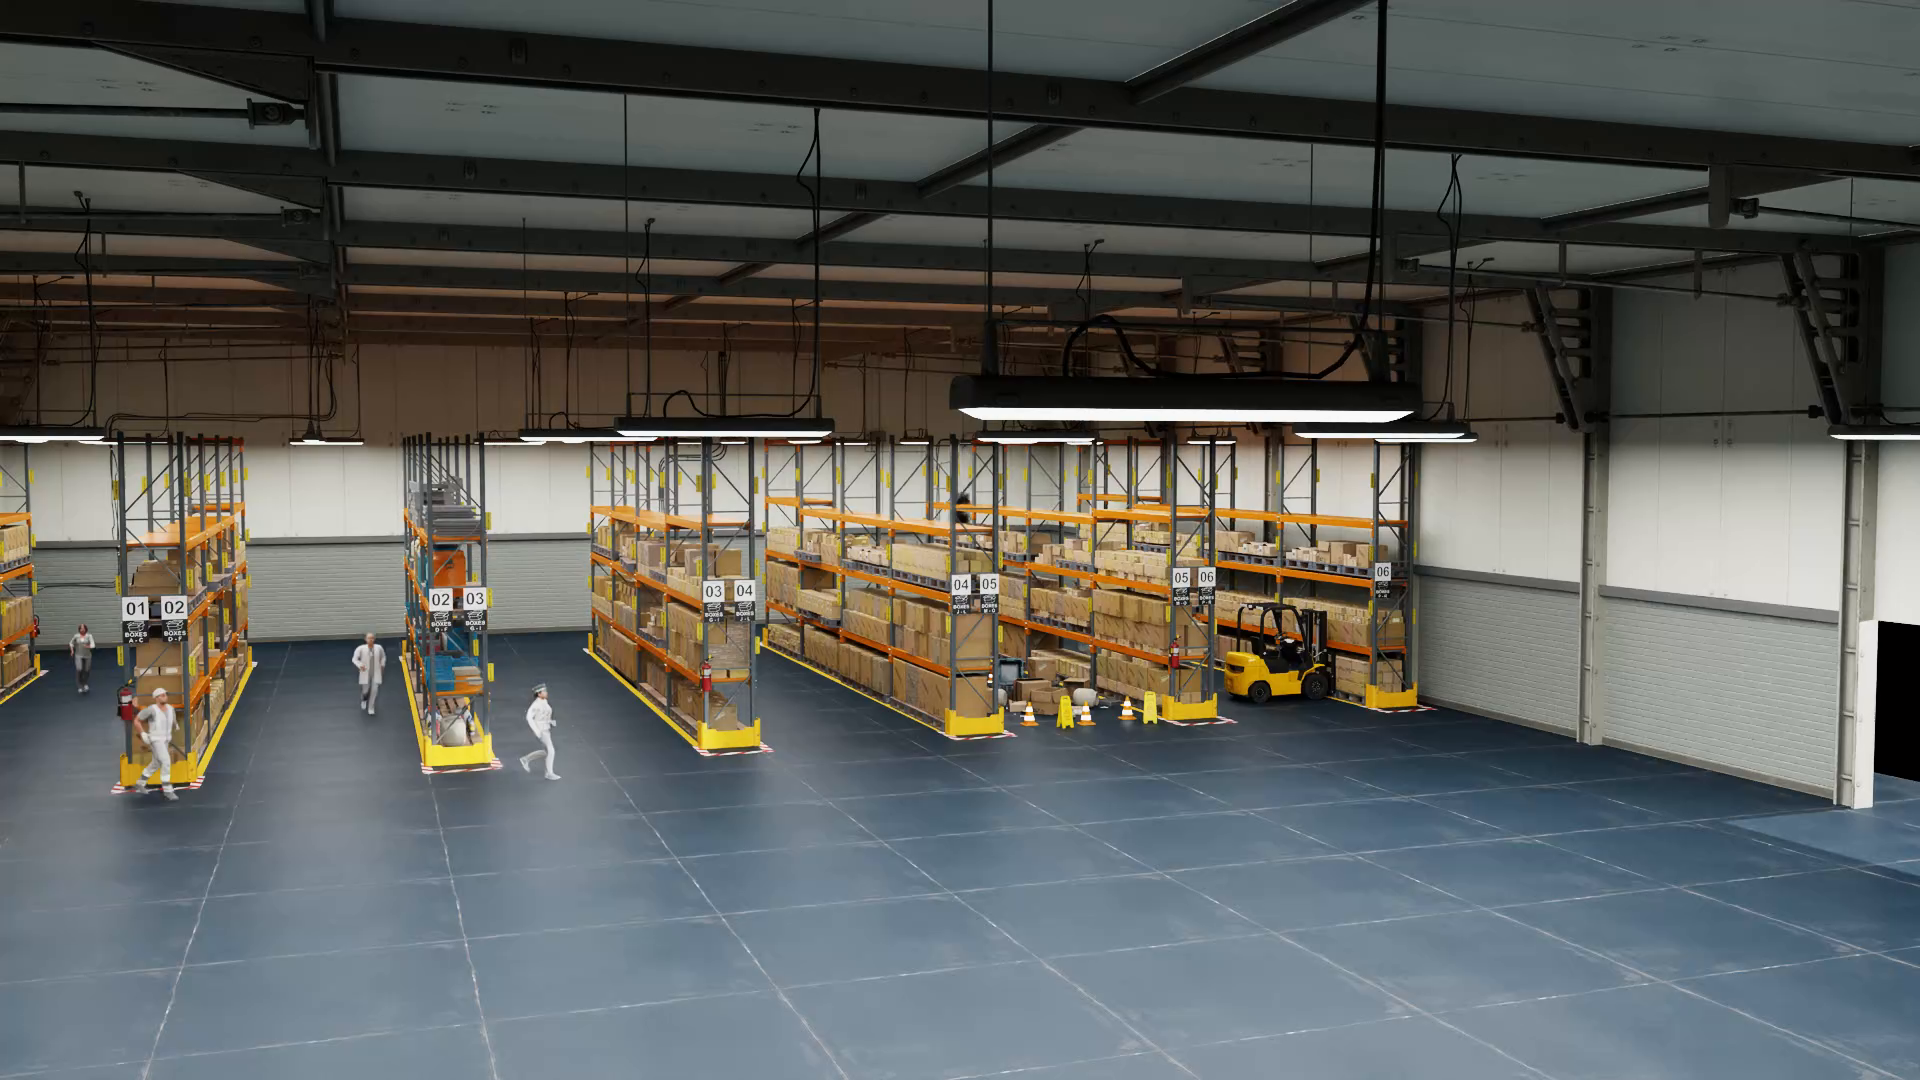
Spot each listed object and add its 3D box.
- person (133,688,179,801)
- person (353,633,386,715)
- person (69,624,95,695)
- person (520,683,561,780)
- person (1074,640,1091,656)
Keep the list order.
[{"bbox_3d":[-13.069,3.306,27.133,0.905,1.809,0.664,1,3,12],"label":"person"},{"bbox_3d":[-12.688,2.869,35.779,0.702,1.731,0.673,-2,4,-29],"label":"person"},{"bbox_3d":[-20.452,2.773,38.766,0.505,1.645,0.715,-2,4,-32],"label":"person"},{"bbox_3d":[-7.254,3.305,28.744,0.693,1.675,0.661,0,3,1],"label":"person"},{"bbox_3d":[3.329,2.343,45.036,0.662,1.780,0.644,-1,3,-22],"label":"person"}]
